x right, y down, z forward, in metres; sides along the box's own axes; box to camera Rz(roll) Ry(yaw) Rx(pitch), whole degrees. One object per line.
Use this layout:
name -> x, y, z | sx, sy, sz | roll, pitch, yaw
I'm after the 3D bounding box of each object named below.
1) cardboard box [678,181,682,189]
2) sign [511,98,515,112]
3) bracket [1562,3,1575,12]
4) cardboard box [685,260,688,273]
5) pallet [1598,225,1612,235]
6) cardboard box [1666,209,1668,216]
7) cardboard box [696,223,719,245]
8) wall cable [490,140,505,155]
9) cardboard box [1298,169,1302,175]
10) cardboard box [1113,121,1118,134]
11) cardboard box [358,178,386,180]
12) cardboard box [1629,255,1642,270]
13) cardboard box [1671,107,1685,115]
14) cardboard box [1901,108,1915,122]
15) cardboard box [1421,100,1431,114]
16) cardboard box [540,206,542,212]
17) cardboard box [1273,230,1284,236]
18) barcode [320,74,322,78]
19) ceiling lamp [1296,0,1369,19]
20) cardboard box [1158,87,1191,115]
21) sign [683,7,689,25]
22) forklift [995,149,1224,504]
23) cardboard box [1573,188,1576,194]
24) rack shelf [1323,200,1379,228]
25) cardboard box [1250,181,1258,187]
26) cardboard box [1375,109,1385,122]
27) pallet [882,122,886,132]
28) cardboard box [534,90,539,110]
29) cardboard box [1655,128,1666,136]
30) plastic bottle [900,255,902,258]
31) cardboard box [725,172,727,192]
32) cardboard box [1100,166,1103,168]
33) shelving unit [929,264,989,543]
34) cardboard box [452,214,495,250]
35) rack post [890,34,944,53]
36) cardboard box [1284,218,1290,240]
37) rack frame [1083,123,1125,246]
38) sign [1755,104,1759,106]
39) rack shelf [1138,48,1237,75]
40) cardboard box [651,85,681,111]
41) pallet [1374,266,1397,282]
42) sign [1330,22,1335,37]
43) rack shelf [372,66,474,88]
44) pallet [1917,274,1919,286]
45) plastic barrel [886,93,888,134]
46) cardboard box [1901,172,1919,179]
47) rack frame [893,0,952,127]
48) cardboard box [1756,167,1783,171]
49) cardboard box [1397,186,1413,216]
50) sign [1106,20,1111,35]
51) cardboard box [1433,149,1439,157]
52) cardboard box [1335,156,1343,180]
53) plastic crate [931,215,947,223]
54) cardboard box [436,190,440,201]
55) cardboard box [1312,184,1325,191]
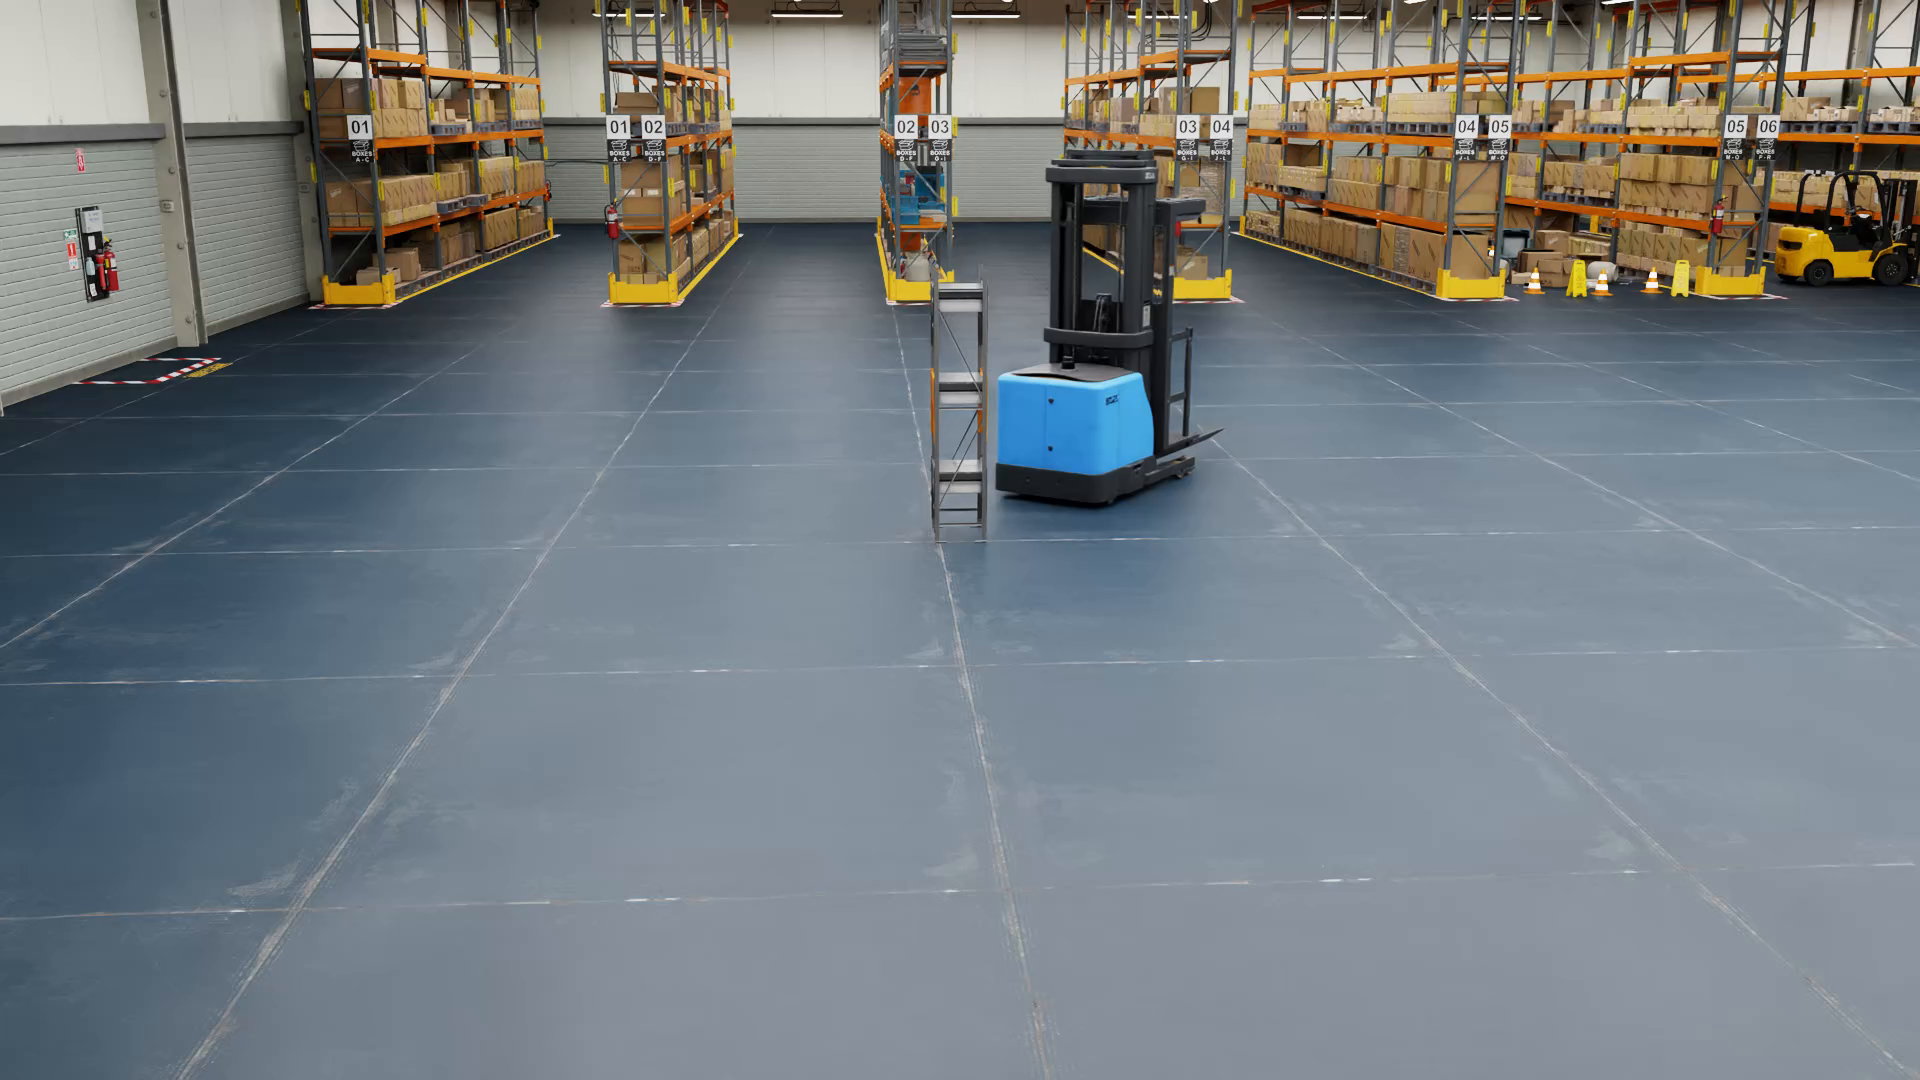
cardboard box -> -5.573, -6.841, 32.091 | 0.380, 0.149, 0.250 | -1, 14, -5
sign -> -10.735, -10.448, 39.923 | 0.100, 0.325, 0.005 | -1, 14, -3
bracket -> 18.359, -16.056, 50.148 | 0.235, 0.232, 0.430 | -1, 14, -3
cardboard box -> -5.568, -5.304, 32.298 | 0.500, 0.250, 0.500 | -1, 14, -3
pallet -> 18.208, -8.468, 45.516 | 1.003, 0.211, 1.213 | -1, 14, -3
cardboard box -> 13.878, -6.328, 32.104 | 0.380, 0.149, 0.250 | -1, 14, -3
cardboard box -> -5.928, -7.169, 39.002 | 0.500, 0.500, 0.500 | -1, 14, -5
wall cable -> -12.547, -10.372, 45.280 | 0.084, 1.984, 1.851 | -1, 14, -3
cardboard box -> 8.195, -8.674, 39.185 | 0.380, 0.149, 0.250 | 0, 14, -1
cardboard box -> 3.610, -8.948, 36.063 | 0.500, 0.250, 0.500 | -1, 14, -2
cardboard box -> -10.862, -6.390, 30.599 | 0.500, 0.500, 0.500 | -1, 14, -3
cardboard box -> 13.754, -5.562, 33.301 | 0.500, 0.250, 0.500 | 0, 14, 0
cardboard box -> 13.746, -8.157, 31.593 | 0.380, 0.149, 0.250 | -1, 14, -2
cardboard box -> 18.685, -8.317, 32.539 | 0.396, 0.266, 0.258 | -1, 14, -5
cardboard box -> 8.886, -8.020, 30.819 | 0.500, 0.250, 0.500 | -1, 14, -4
cardboard box -> -11.190, -8.681, 43.620 | 0.380, 0.149, 0.250 | -1, 14, -4
cardboard box -> 8.148, -7.777, 42.112 | 0.380, 0.149, 0.250 | -1, 14, -3
barcode -> -11.075, -8.042, 28.830 | 0.001, 0.075, 0.075 | -1, 14, -3
ceiling lamp -> 10.613, -16.321, 46.685 | 2.000, 3.185, 0.800 | -1, 14, -3
cardboard box -> 3.951, -8.095, 30.649 | 0.500, 0.500, 0.500 | -1, 14, -3
sign -> -5.281, -10.106, 32.053 | 0.100, 0.325, 0.005 | -1, 14, -3
forklift -> 1.518, -2.037, 15.061 | 1.130, 2.935, 3.031 | 9, 17, 31
cardboard box -> 13.630, -7.630, 36.324 | 0.380, 0.149, 0.250 | 0, 14, -1
rack shelf -> 8.884, -7.022, 35.740 | 1.077, 0.370, 4.000 | -1, 14, -3
cardboard box -> 7.978, -9.519, 44.508 | 0.380, 0.149, 0.250 | -1, 14, -5
cardboard box -> 8.805, -8.678, 33.971 | 0.500, 0.250, 0.500 | -1, 14, -3
pallet -> -1.242, -9.902, 39.851 | 1.213, 0.211, 1.003 | -1, 14, -3
cardboard box -> -11.206, -11.393, 43.021 | 0.500, 0.500, 0.500 | -1, 14, -4
cardboard box -> 13.709, -7.902, 32.202 | 0.380, 0.149, 0.250 | -1, 14, -5
plastic bottle -> -1.156, -5.478, 32.866 | 0.061, 0.283, 0.133 | -1, 14, -3
cardboard box -> -6.126, -8.965, 41.651 | 0.500, 0.500, 0.500 | -1, 14, -2
cardboard box -> 3.689, -8.861, 39.232 | 0.797, 0.503, 0.637 | 0, 14, -2
shelving unit -> -0.010, -1.058, 12.925 | 0.431, 2.100, 0.503 | -1, 14, -3
cardboard box -> -10.942, -6.934, 37.427 | 0.750, 0.750, 0.750 | -1, 14, -4
rack post -> -0.795, -9.100, 30.487 | 0.937, 0.300, 0.954 | -1, 14, -4
cardboard box -> 8.294, -7.667, 40.979 | 0.500, 0.500, 0.500 | 0, 14, -1
rack frame -> 3.556, -8.811, 41.250 | 1.000, 3.000, 0.127 | -1, 14, -3
sign -> 18.107, -9.742, 37.811 | 0.100, 0.325, 0.005 | -1, 14, -3
rack shelf -> 4.175, -8.879, 30.927 | 1.077, 0.370, 4.000 | -1, 14, -3
cardboard box -> -5.835, -8.770, 33.025 | 0.500, 0.500, 0.500 | -1, 14, -3
pallet -> 8.977, -5.332, 33.325 | 1.003, 0.211, 1.213 | -1, 14, -3
sign -> 8.219, -11.253, 36.668 | 0.100, 0.325, 0.005 | -1, 14, -3
rack shelf -> -10.904, -9.452, 33.951 | 1.077, 0.370, 4.000 | -1, 14, -3
pallet -> 19.055, -4.896, 31.631 | 1.003, 0.211, 1.213 | -1, 14, -3
plastic barrel -> -1.265, -9.030, 35.221 | 0.600, 0.830, 0.708 | -1, 14, -3
cardboard box -> 18.779, -7.155, 32.717 | 0.380, 0.149, 0.250 | -1, 14, -4
rack frame -> -0.644, -8.655, 28.607 | 1.000, 3.000, 0.127 | -1, 14, -3
cardboard box -> 18.773, -8.429, 38.722 | 0.500, 0.500, 0.500 | 0, 14, -1
cardboard box -> 9.016, -6.581, 32.284 | 0.875, 0.550, 0.550 | -1, 14, -3
sign -> 3.250, -11.241, 36.464 | 0.100, 0.325, 0.005 | -1, 14, -3
cardboard box -> 12.983, -10.239, 44.594 | 0.500, 0.500, 0.500 | -1, 14, -5
cardboard box -> 8.778, -8.288, 37.012 | 0.700, 0.500, 0.500 | -1, 14, -4
plastic crate -> -0.378, -5.850, 30.271 | 0.298, 0.136, 0.250 | -1, 14, -3
cardboard box -> -10.778, -6.980, 33.053 | 0.700, 0.500, 0.500 | -1, 14, -3
cardboard box -> 8.271, -8.065, 38.012 | 0.380, 0.149, 0.250 | -1, 14, -3
